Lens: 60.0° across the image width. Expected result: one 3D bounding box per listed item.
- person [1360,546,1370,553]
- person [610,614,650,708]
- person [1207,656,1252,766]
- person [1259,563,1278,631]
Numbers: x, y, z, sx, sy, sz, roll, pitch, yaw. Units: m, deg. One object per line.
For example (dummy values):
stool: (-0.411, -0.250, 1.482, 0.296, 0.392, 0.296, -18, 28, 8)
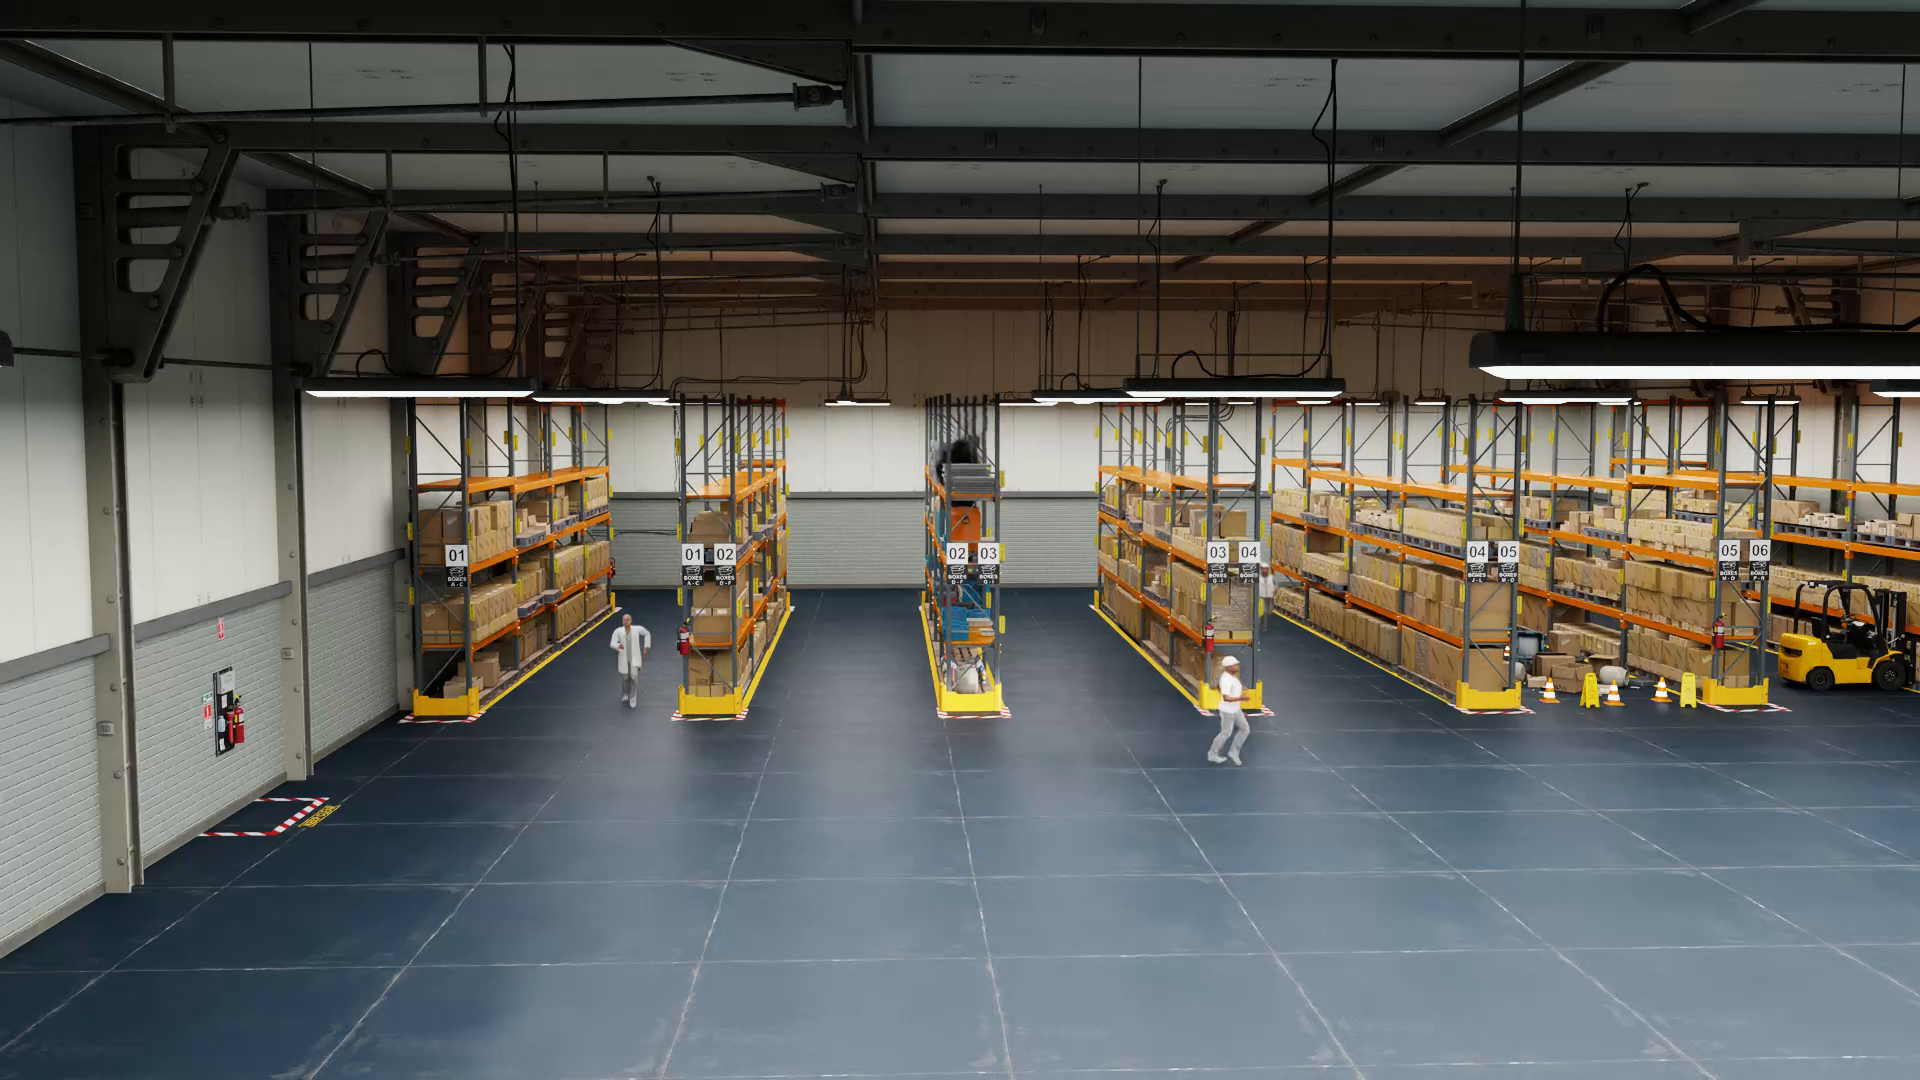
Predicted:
person: (12.319, 1.021, 49.278, 1.014, 1.737, 0.699, -1, 5, -12)
person: (-6.331, 2.313, 31.970, 0.733, 1.798, 0.959, 0, 5, -4)
person: (4.334, 2.751, 26.602, 0.738, 1.806, 0.671, 2, 5, 24)
person: (7.899, 1.467, 43.030, 0.660, 1.746, 0.578, 0, 5, 4)
